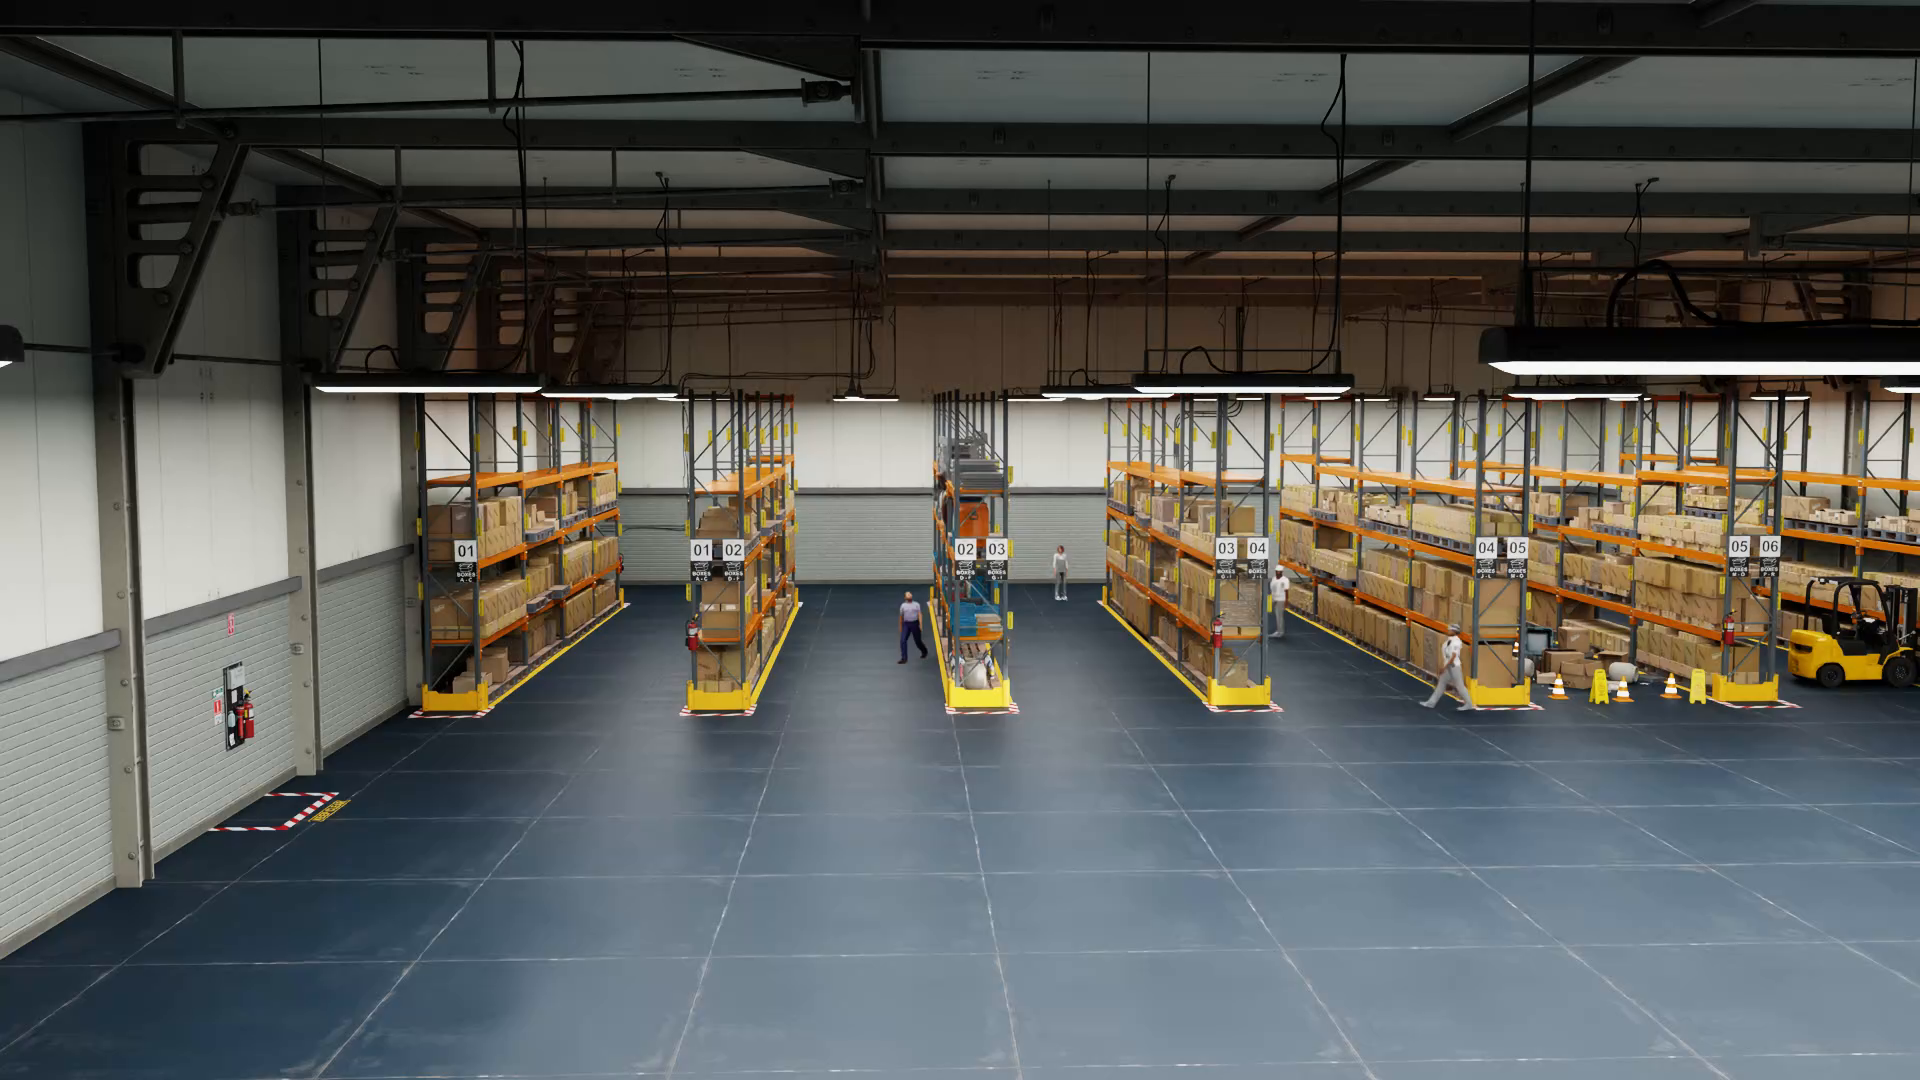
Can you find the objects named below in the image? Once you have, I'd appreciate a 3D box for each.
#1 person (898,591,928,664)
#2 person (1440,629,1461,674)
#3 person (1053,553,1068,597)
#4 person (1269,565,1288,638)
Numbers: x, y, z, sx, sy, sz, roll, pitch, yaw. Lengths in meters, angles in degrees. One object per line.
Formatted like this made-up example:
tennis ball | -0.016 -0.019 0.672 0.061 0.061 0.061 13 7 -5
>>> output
person | 6.214 1.925 36.950 13.980 1.590 6.590 2 5 21
person | 9.110 2.068 30.964 0.436 0.991 0.573 0 5 5
person | 2.949 1.027 48.707 0.422 1.305 0.308 -2 5 -20
person | 7.799 1.499 40.989 0.517 1.764 0.598 -1 5 -13
